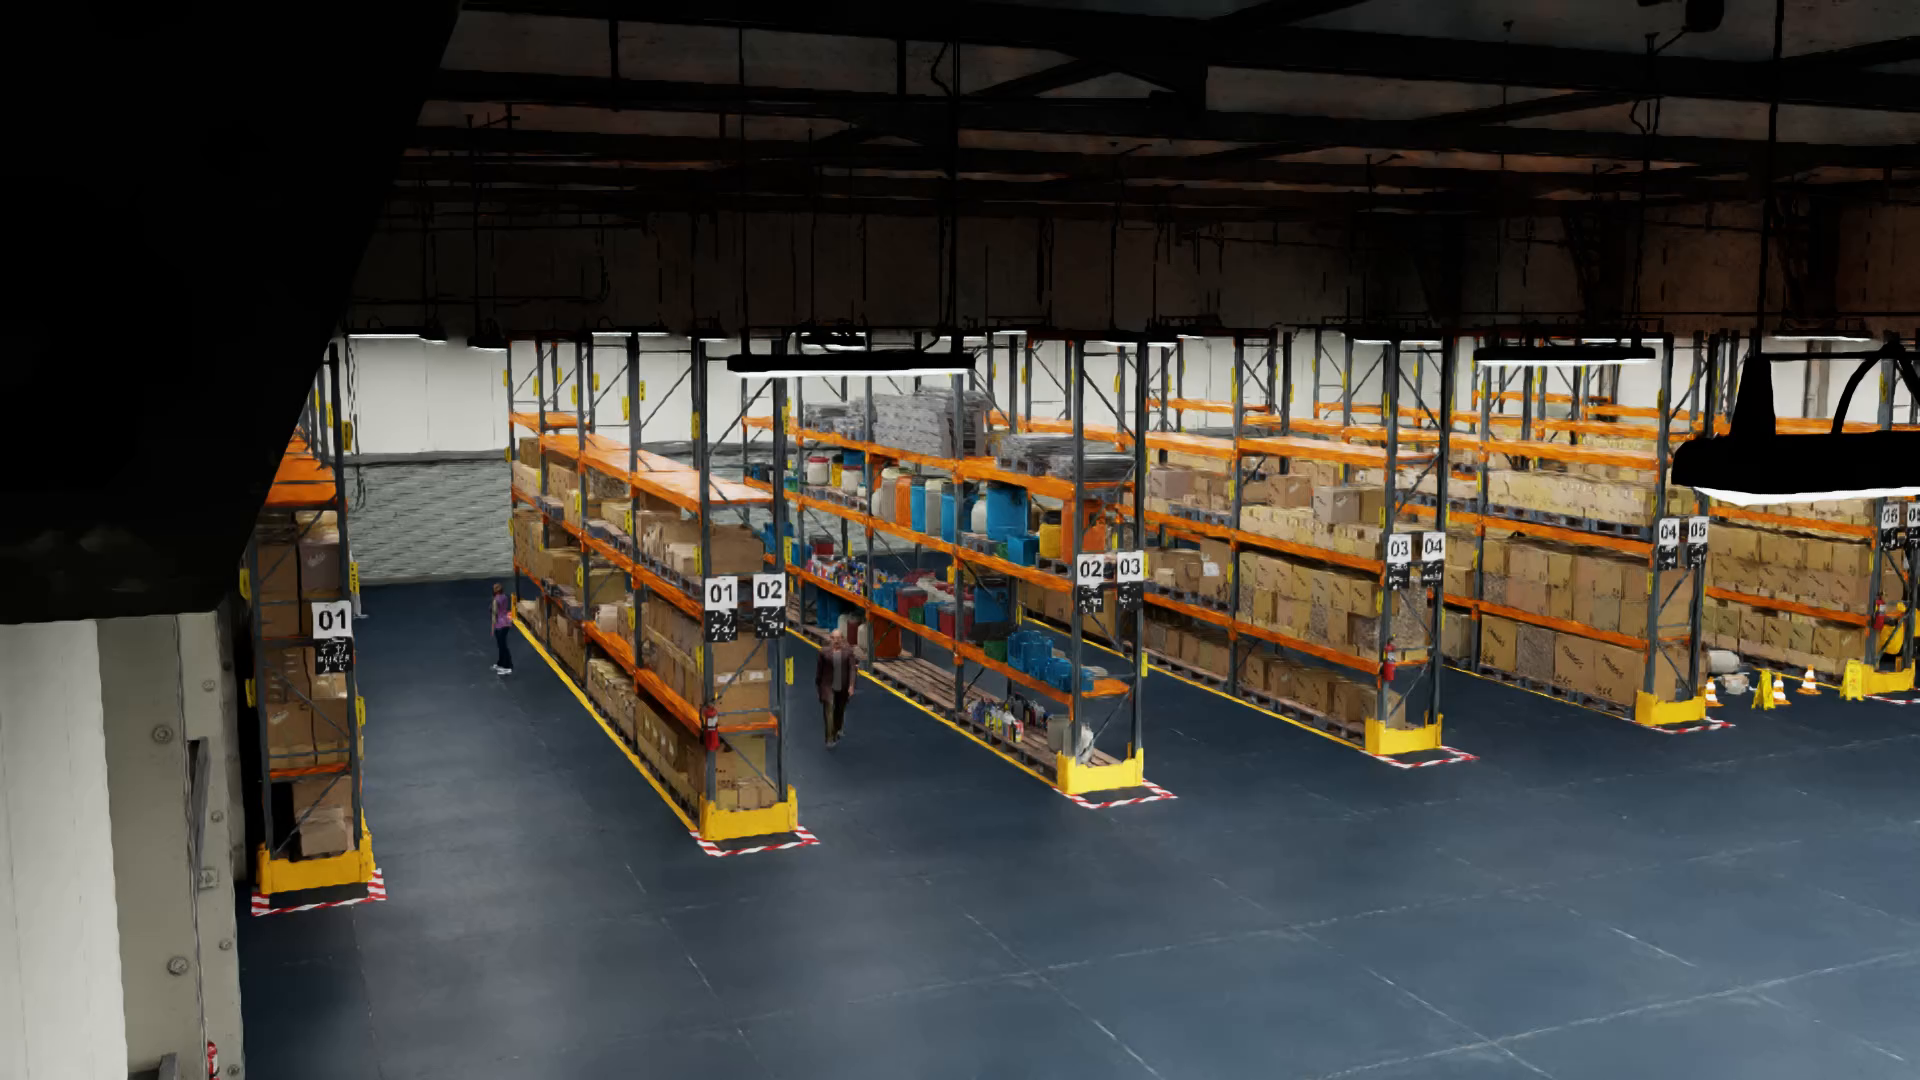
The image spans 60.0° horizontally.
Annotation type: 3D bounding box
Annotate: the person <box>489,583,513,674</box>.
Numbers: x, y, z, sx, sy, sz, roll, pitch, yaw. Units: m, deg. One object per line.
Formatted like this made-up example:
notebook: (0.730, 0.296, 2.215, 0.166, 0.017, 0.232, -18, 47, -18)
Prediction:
person: (-8.139, 1.542, 29.370, 0.527, 1.592, 0.522, 1, 8, 9)

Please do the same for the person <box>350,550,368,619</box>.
person: (-12.789, 0.802, 34.367, 0.719, 1.719, 0.857, -7, 11, -43)

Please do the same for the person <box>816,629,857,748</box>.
person: (-1.808, 2.149, 24.452, 0.573, 1.715, 1.103, -2, 8, -14)
